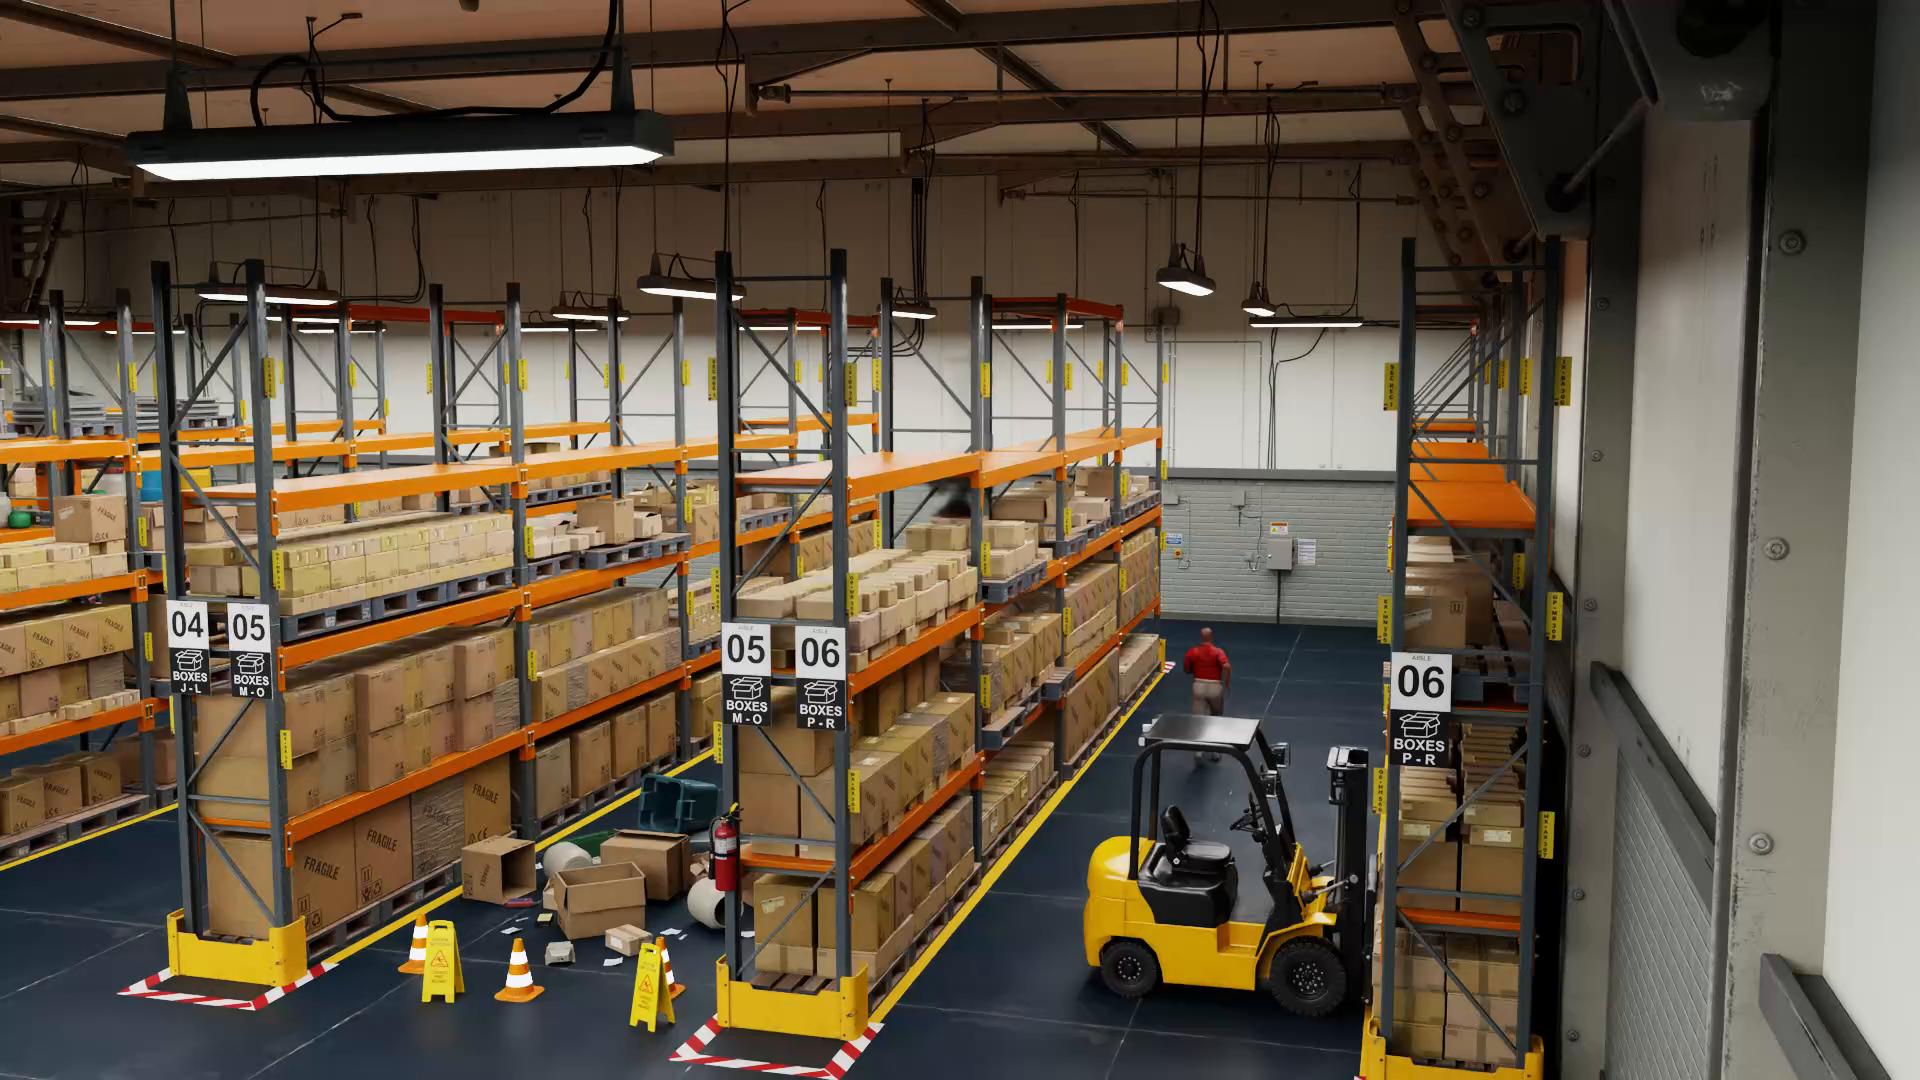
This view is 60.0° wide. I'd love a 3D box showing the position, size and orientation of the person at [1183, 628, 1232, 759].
[{"bbox_3d":[3.224,2.031,21.682,0.634,1.794,0.772,1,6,11],"label":"person"}]
